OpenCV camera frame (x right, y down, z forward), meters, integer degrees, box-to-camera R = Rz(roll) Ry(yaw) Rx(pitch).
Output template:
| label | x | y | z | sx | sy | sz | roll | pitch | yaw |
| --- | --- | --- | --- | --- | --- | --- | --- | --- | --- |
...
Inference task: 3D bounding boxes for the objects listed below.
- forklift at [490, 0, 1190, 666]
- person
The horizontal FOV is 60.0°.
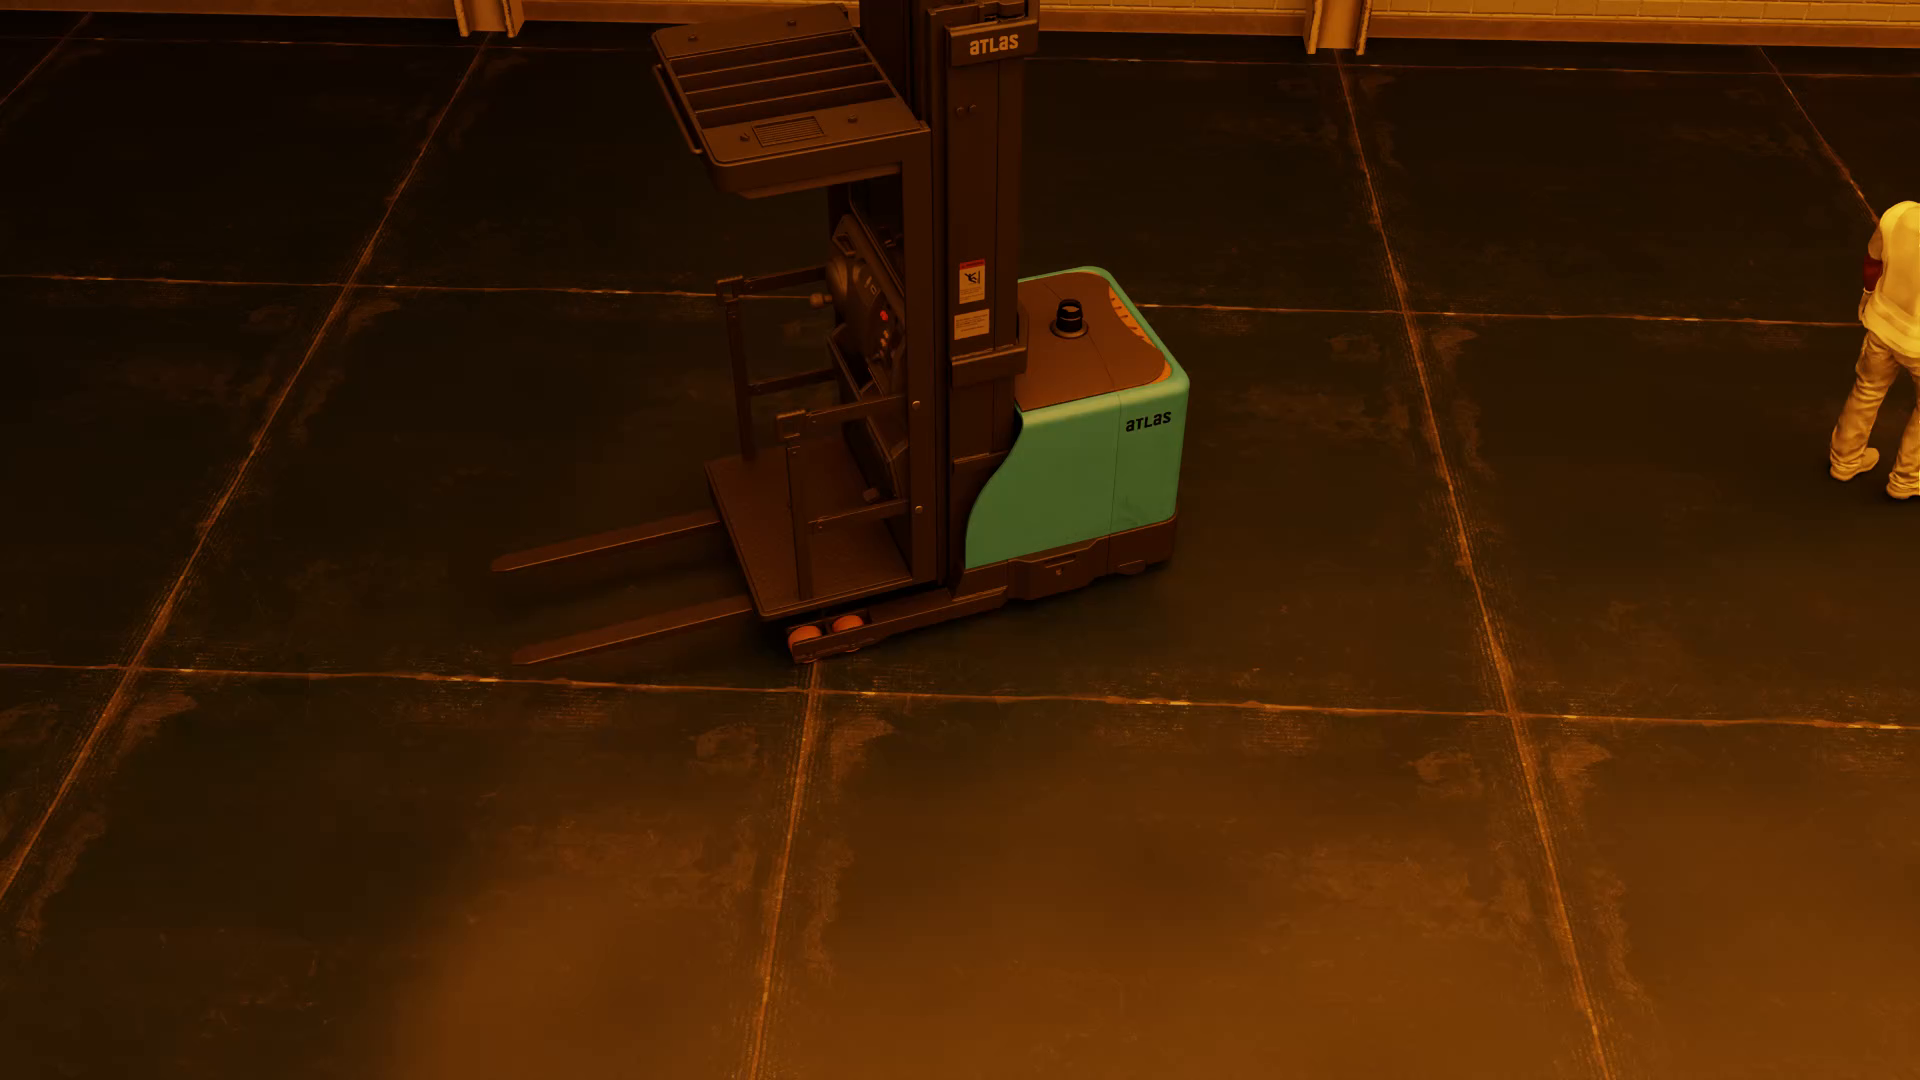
| label | x | y | z | sx | sy | sz | roll | pitch | yaw |
| --- | --- | --- | --- | --- | --- | --- | --- | --- | --- |
| forklift | -0.573 | -0.945 | 6.778 | 3.031 | 2.935 | 1.130 | -13 | 44 | -14 |
| person | 4.445 | -0.988 | 7.667 | 0.590 | 1.778 | 0.656 | -16 | 45 | -17 |
